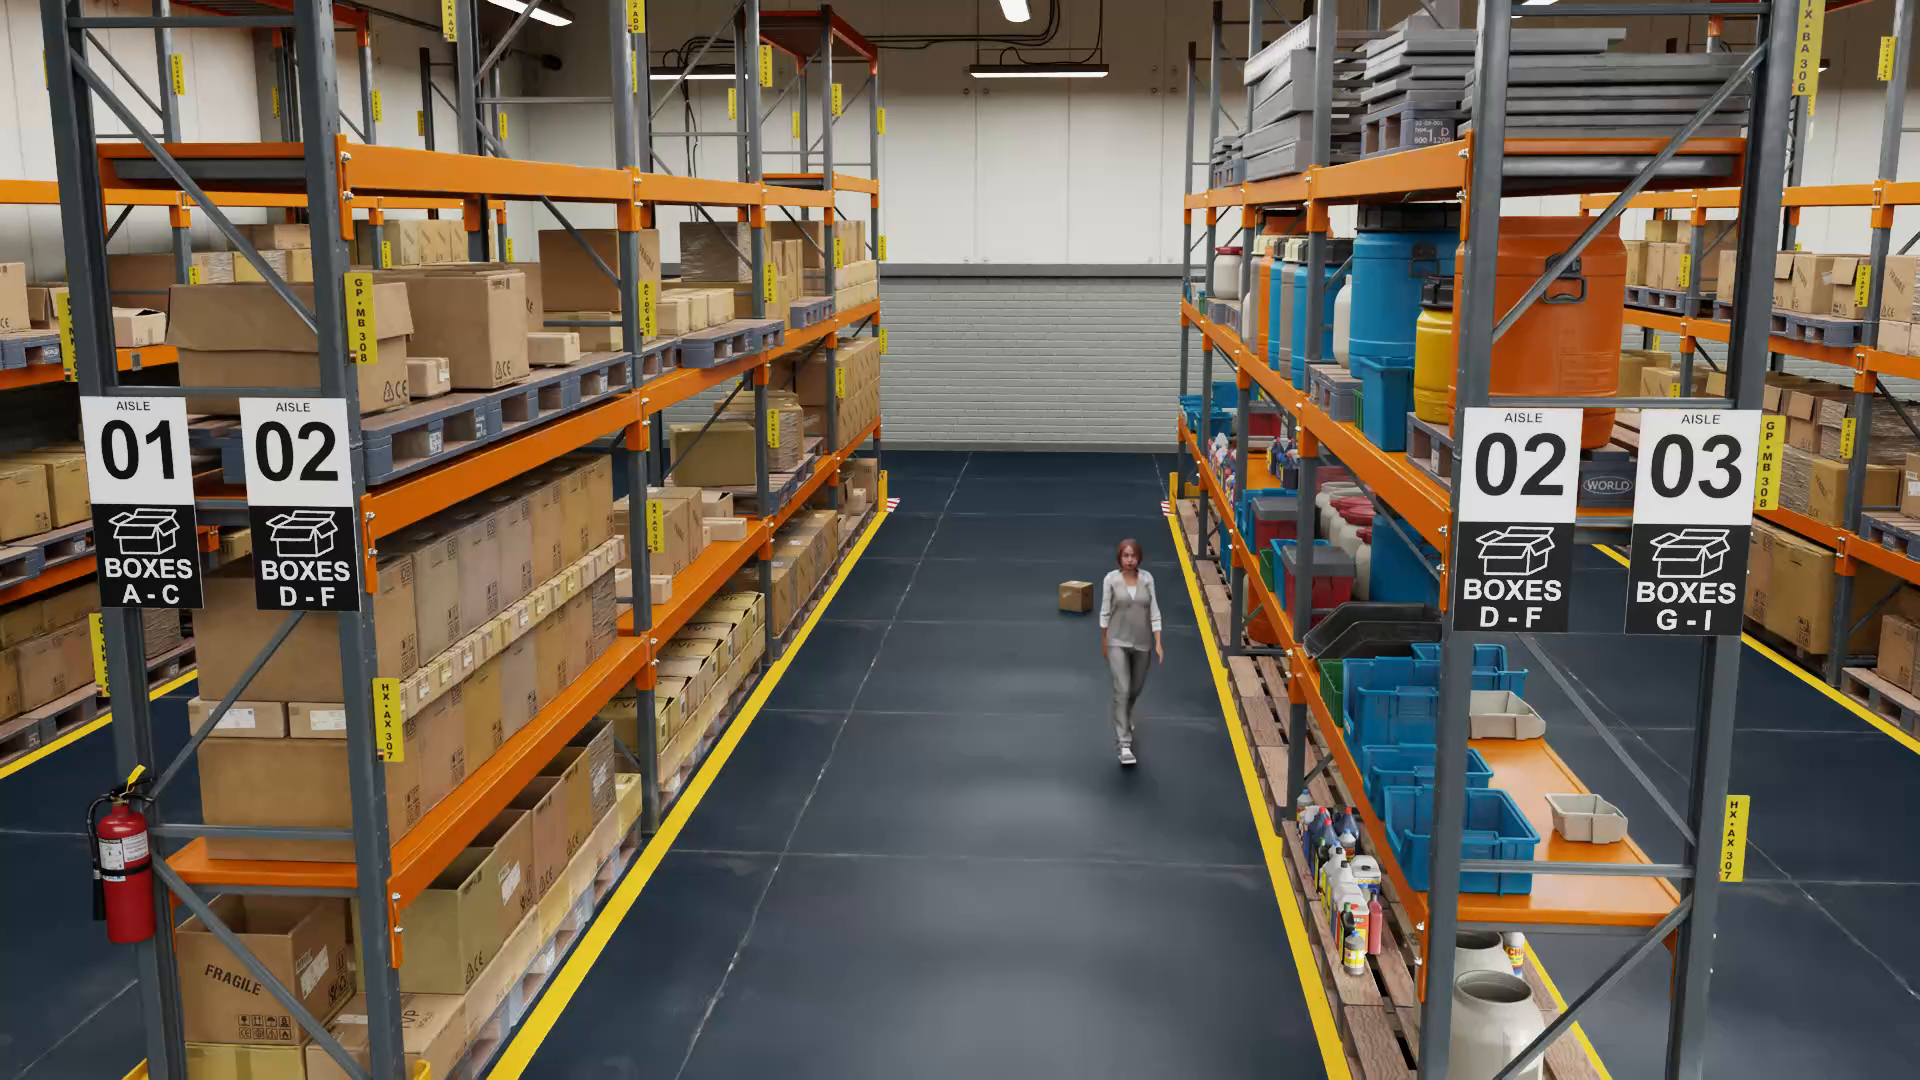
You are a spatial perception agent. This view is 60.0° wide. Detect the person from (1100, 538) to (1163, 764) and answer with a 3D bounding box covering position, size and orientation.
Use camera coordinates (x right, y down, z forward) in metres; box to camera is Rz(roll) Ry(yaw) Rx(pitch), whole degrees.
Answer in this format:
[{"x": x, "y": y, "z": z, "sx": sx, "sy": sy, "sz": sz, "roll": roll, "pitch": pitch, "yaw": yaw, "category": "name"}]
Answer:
[{"x": 1.238, "y": 0.758, "z": 12.028, "sx": 0.421, "sy": 1.548, "sz": 0.905, "roll": -2, "pitch": 11, "yaw": -9, "category": "person"}]
